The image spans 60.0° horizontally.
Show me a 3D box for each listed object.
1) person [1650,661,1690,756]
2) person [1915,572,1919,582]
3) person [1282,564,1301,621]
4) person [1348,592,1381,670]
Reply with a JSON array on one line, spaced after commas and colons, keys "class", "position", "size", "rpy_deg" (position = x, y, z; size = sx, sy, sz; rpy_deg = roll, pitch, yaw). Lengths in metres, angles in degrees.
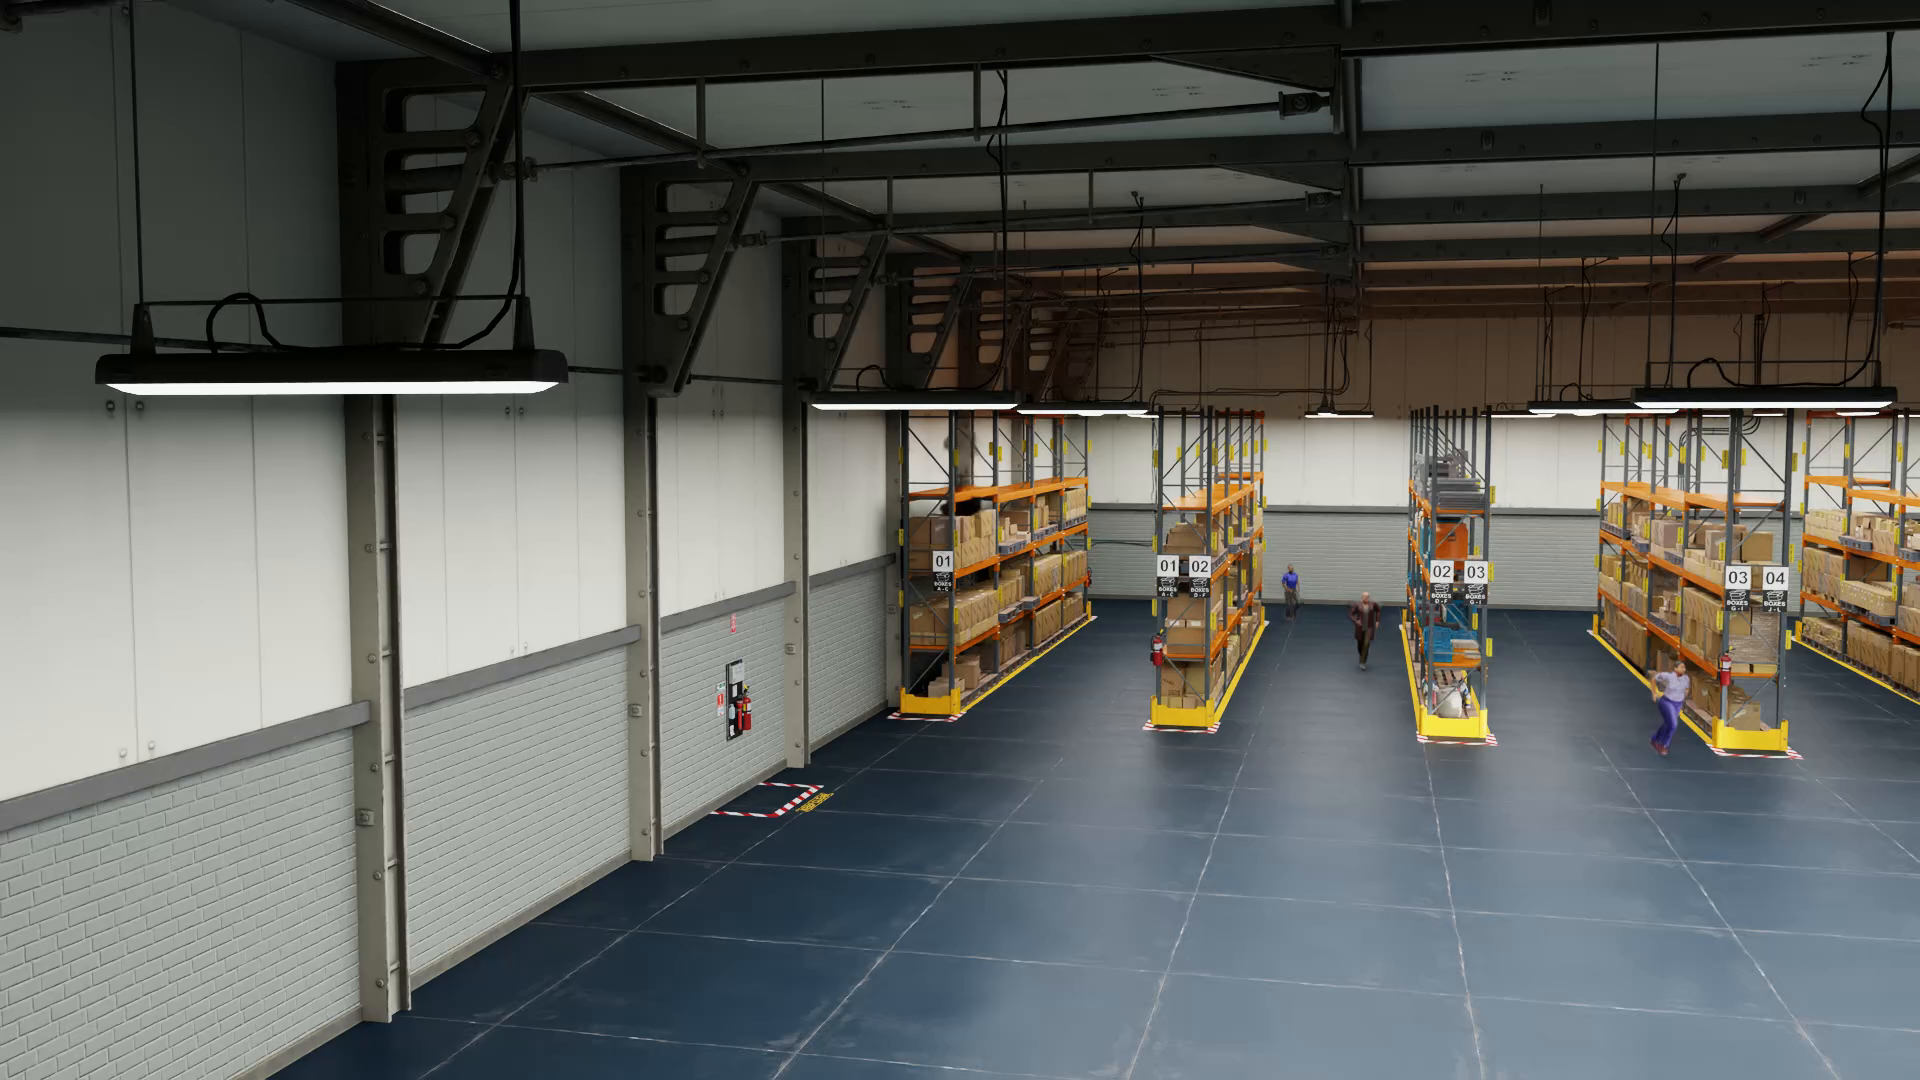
[{"class": "person", "position": [12.221, 2.895, 28.610], "size": [0.586, 1.687, 0.781], "rpy_deg": [-1, 4, -18]}, {"class": "person", "position": [25.372, 1.710, 43.882], "size": [0.639, 1.749, 0.672], "rpy_deg": [1, 4, 18]}, {"class": "person", "position": [9.471, 1.513, 47.448], "size": [0.595, 1.610, 0.597], "rpy_deg": [-1, 4, -16]}, {"class": "person", "position": [9.385, 2.114, 38.594], "size": [0.734, 1.695, 1.071], "rpy_deg": [1, 4, 11]}]
